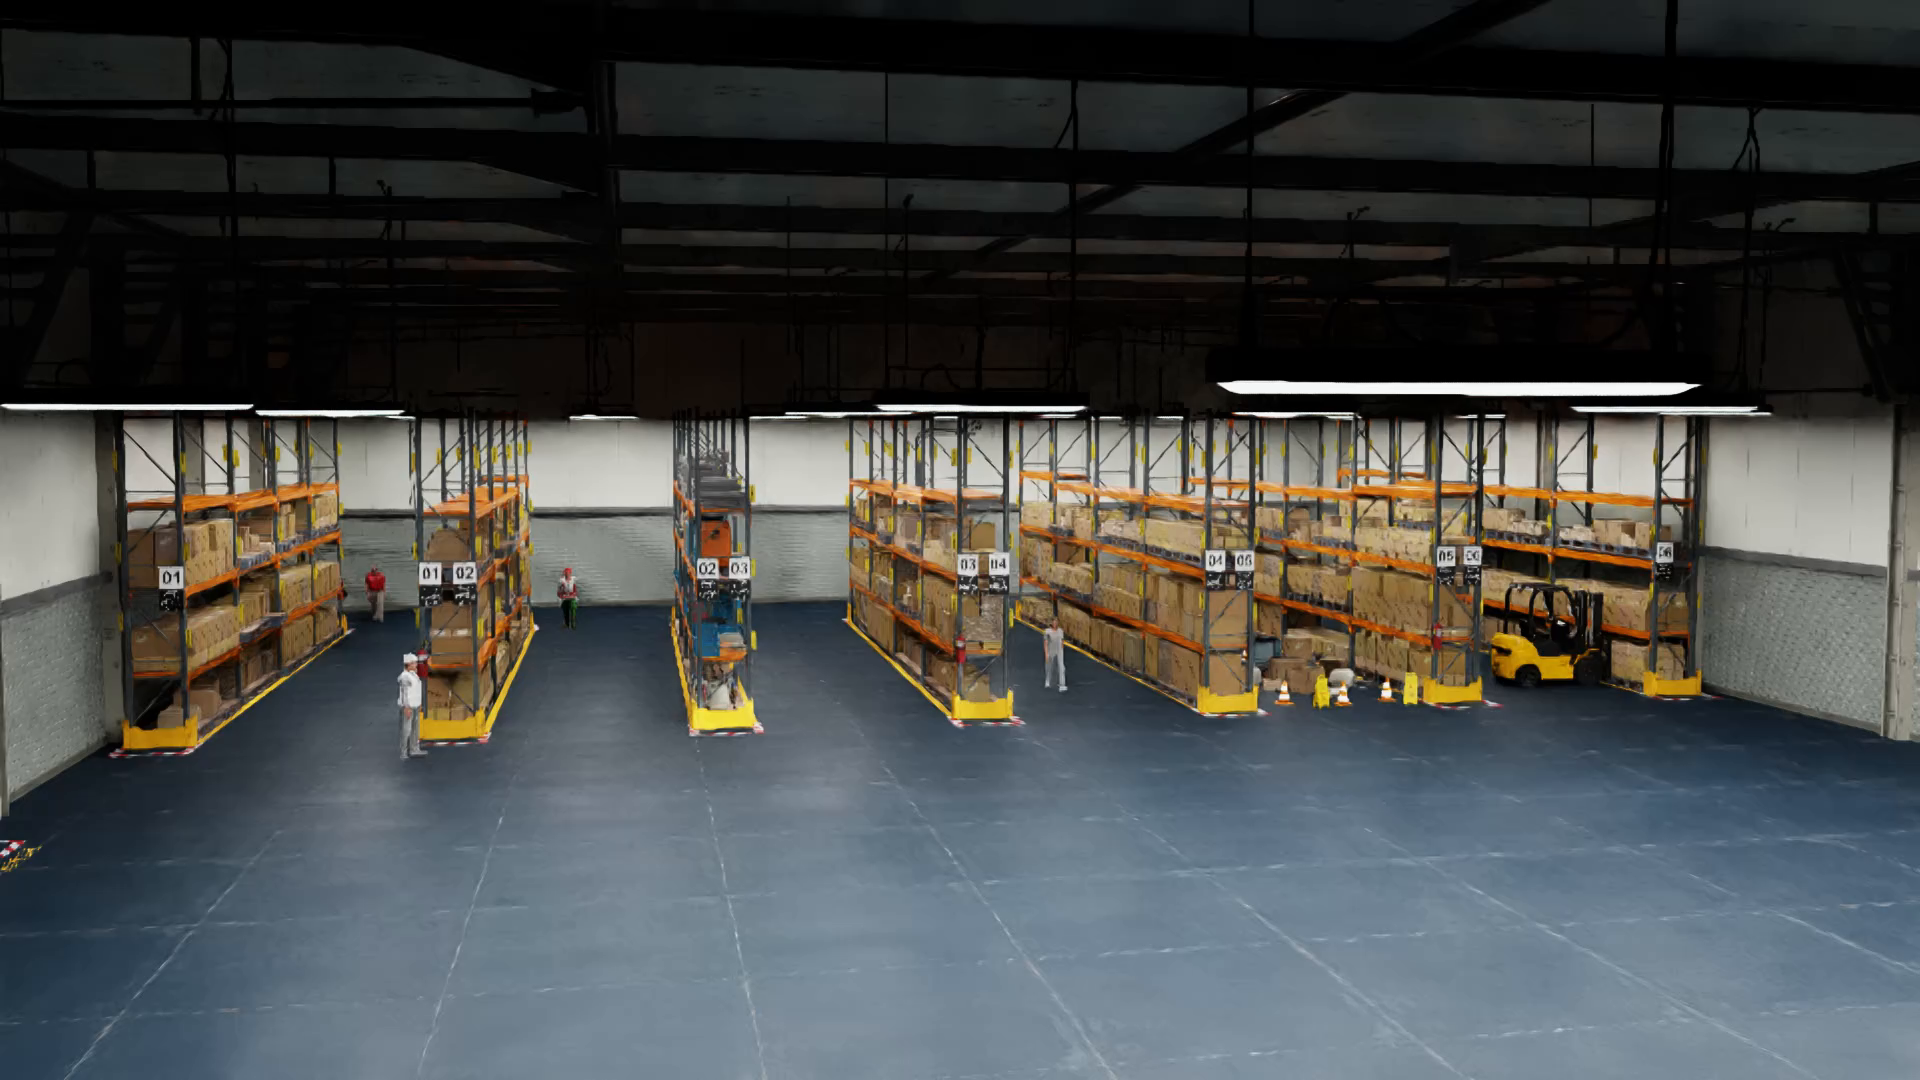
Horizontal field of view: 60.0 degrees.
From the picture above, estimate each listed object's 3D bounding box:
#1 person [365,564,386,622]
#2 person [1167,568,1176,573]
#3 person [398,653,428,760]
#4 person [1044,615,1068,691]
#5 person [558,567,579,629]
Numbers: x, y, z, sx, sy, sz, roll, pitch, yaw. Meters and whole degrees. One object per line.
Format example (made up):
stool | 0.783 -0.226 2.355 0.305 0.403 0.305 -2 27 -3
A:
person | -16.720 1.497 47.554 0.545 1.640 1.116 -1 4 -14
person | 6.093 1.523 47.366 0.492 1.657 0.675 0 4 -4
person | -9.341 2.808 28.291 0.400 1.780 0.611 0 4 3
person | 2.002 2.390 35.462 0.446 1.590 1.106 -1 4 -8
person | -10.803 1.588 45.871 0.557 1.704 1.114 -1 4 -13
